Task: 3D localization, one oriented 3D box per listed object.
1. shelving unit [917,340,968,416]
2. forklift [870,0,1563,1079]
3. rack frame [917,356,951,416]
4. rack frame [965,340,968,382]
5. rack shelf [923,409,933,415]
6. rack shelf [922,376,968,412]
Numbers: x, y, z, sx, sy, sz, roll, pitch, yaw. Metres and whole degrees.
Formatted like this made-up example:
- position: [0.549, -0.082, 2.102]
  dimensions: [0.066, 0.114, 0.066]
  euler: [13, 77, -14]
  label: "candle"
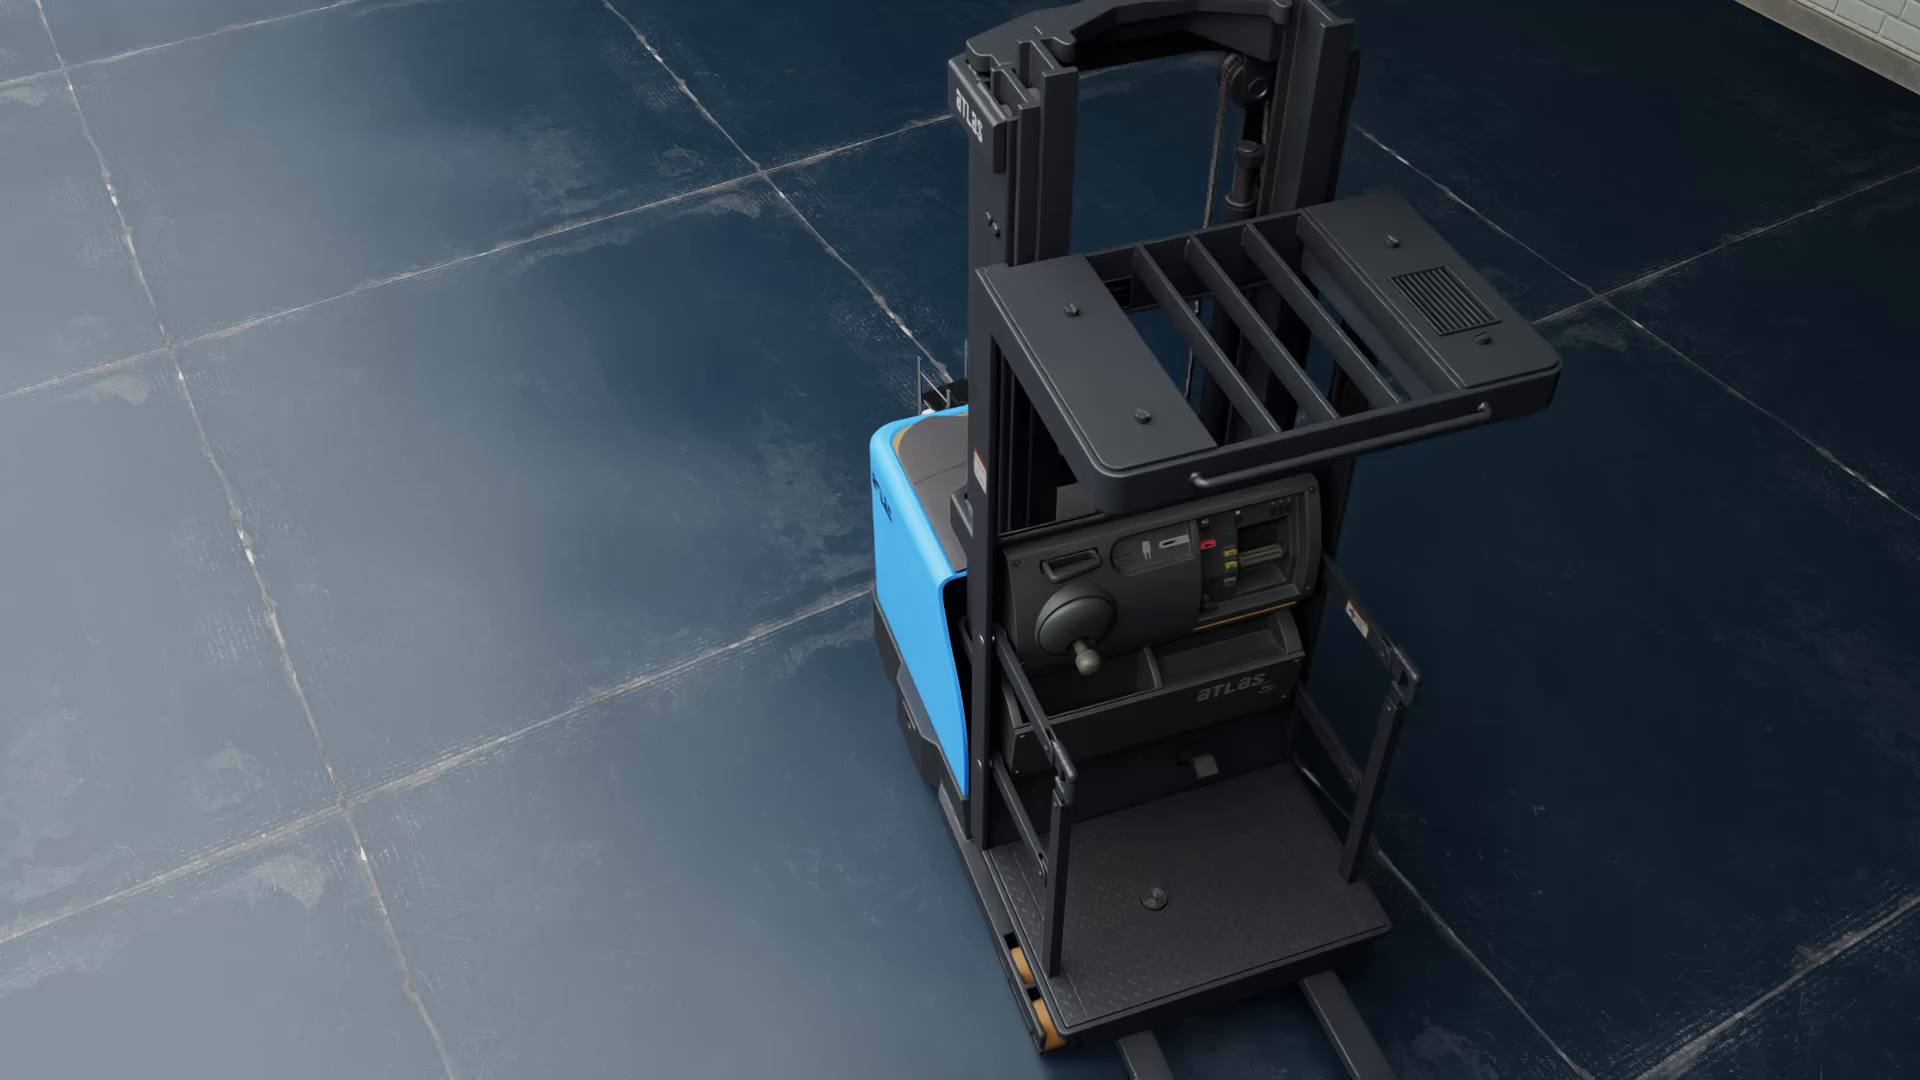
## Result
- position: [-0.007, -0.320, 6.434]
  dimensions: [0.210, 0.900, 0.258]
  euler: [-22, 48, -21]
  label: "shelving unit"
- position: [0.646, 0.191, 4.449]
  dimensions: [1.130, 2.935, 3.031]
  euler: [-14, 46, -14]
  label: "forklift"
- position: [-0.095, -0.285, 6.397]
  dimensions: [0.006, 0.900, 0.240]
  euler: [-22, 48, -21]
  label: "rack frame"
- position: [0.081, -0.355, 6.470]
  dimensions: [0.006, 0.900, 0.240]
  euler: [-22, 48, -21]
  label: "rack frame"
- position: [-0.007, -0.425, 6.332]
  dimensions: [0.200, 0.077, 0.258]
  euler: [-22, 48, -21]
  label: "rack shelf"
- position: [-0.007, -0.490, 6.269]
  dimensions: [0.200, 0.077, 0.258]
  euler: [-22, 48, -21]
  label: "rack shelf"
